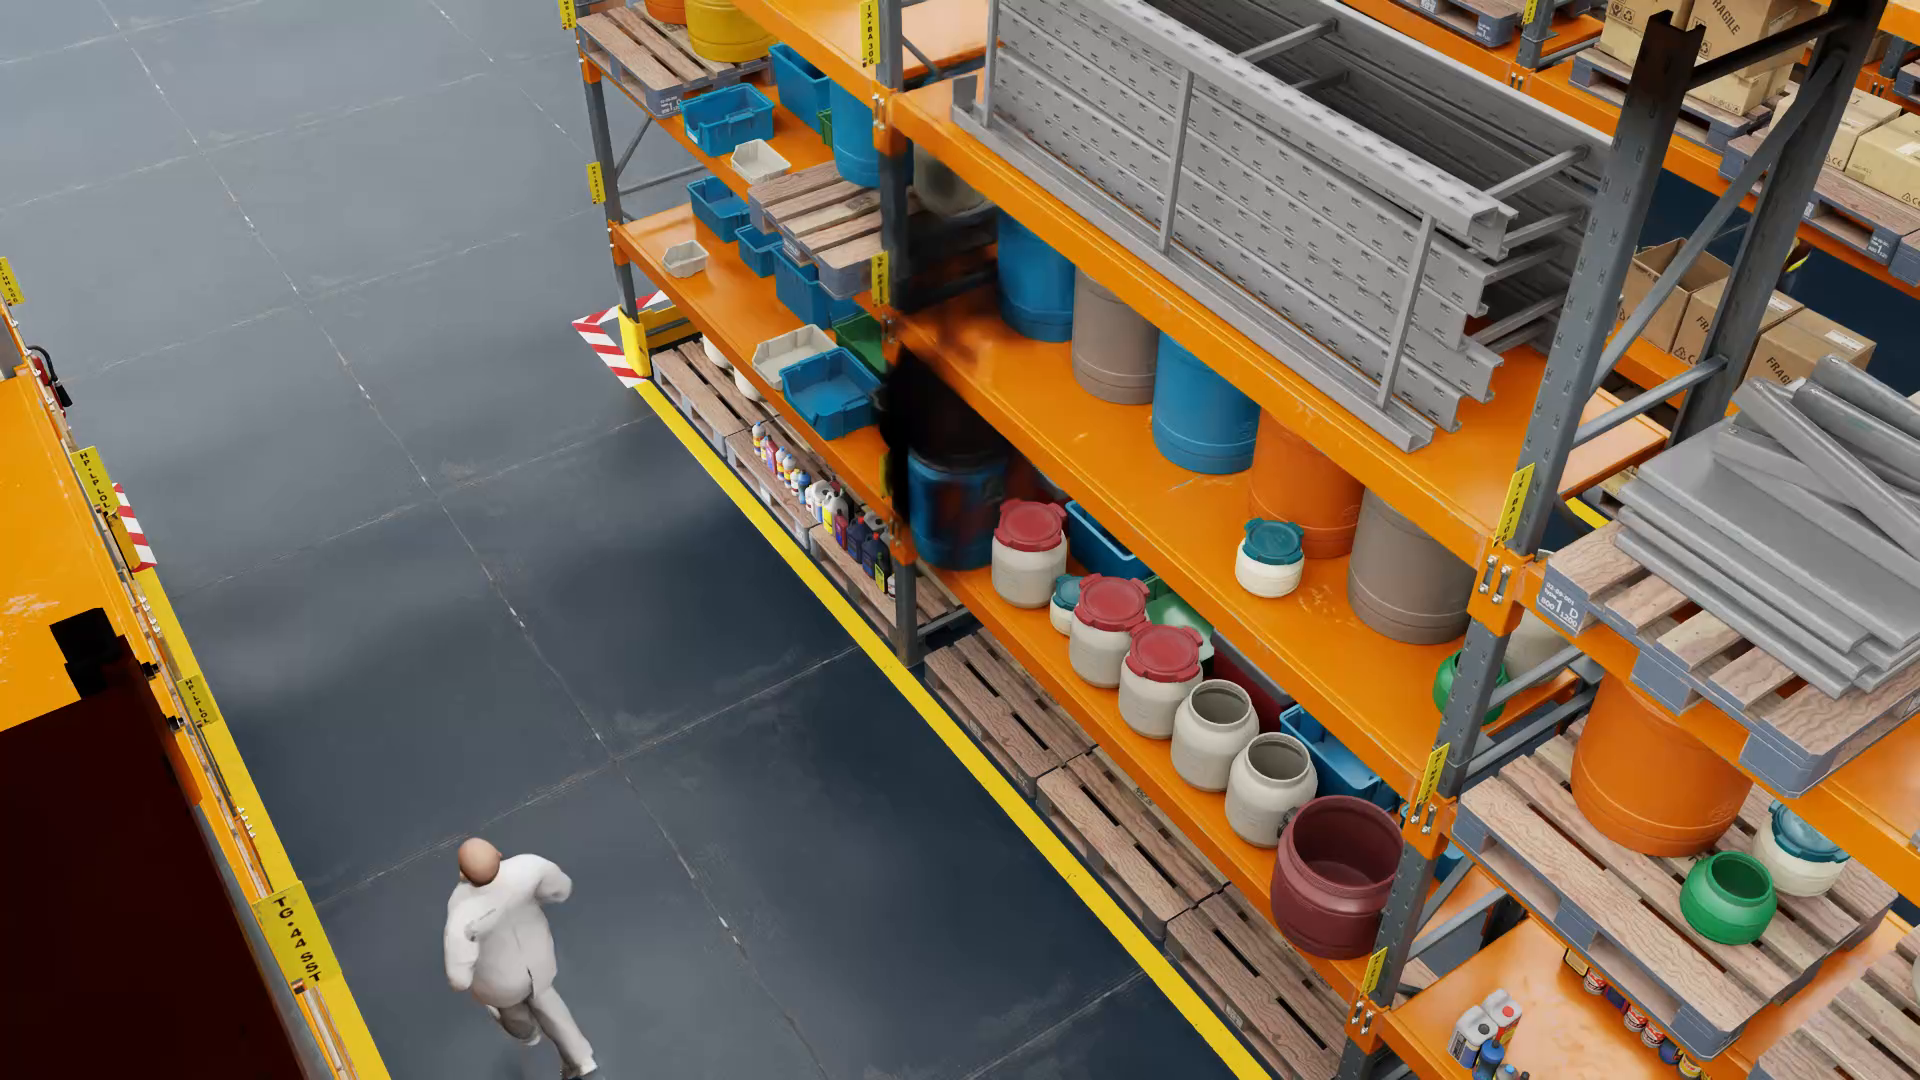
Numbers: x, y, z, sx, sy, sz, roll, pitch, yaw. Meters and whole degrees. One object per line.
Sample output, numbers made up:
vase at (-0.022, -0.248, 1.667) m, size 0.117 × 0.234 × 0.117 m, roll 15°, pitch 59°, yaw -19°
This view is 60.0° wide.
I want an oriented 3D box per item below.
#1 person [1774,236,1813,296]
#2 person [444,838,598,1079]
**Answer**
person at (6.309, -2.135, 12.797) m, size 0.674 × 1.826 × 0.773 m, roll -28°, pitch 50°, yaw -27°
person at (-2.139, 1.971, 7.886) m, size 0.845 × 1.781 × 0.720 m, roll 33°, pitch 52°, yaw 31°
